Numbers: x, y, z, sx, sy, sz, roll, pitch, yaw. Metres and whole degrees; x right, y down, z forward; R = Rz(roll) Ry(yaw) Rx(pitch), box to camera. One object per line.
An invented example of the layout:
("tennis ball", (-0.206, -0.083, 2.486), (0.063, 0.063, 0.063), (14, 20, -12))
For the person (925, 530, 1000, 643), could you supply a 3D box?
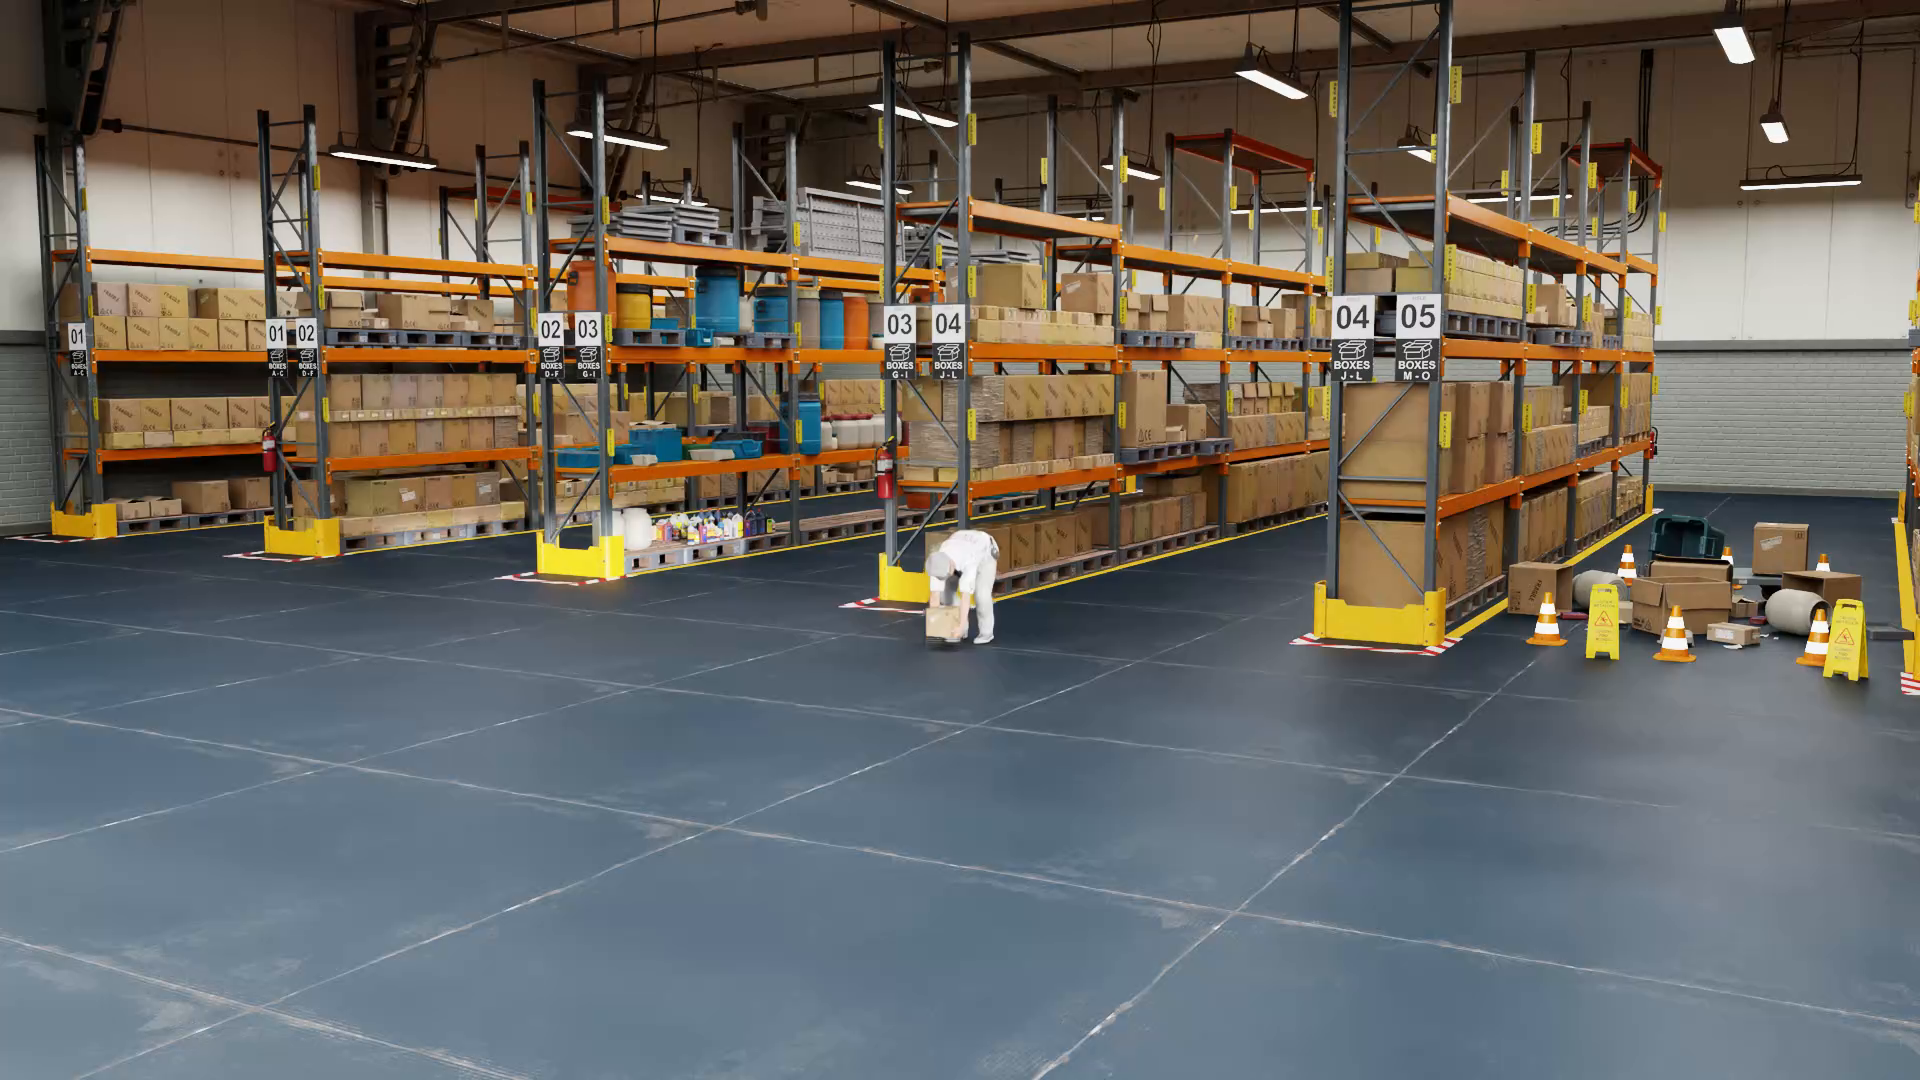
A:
("person", (0.009, 0.447, 15.272), (0.519, 1.033, 1.033), (3, 7, 26))
